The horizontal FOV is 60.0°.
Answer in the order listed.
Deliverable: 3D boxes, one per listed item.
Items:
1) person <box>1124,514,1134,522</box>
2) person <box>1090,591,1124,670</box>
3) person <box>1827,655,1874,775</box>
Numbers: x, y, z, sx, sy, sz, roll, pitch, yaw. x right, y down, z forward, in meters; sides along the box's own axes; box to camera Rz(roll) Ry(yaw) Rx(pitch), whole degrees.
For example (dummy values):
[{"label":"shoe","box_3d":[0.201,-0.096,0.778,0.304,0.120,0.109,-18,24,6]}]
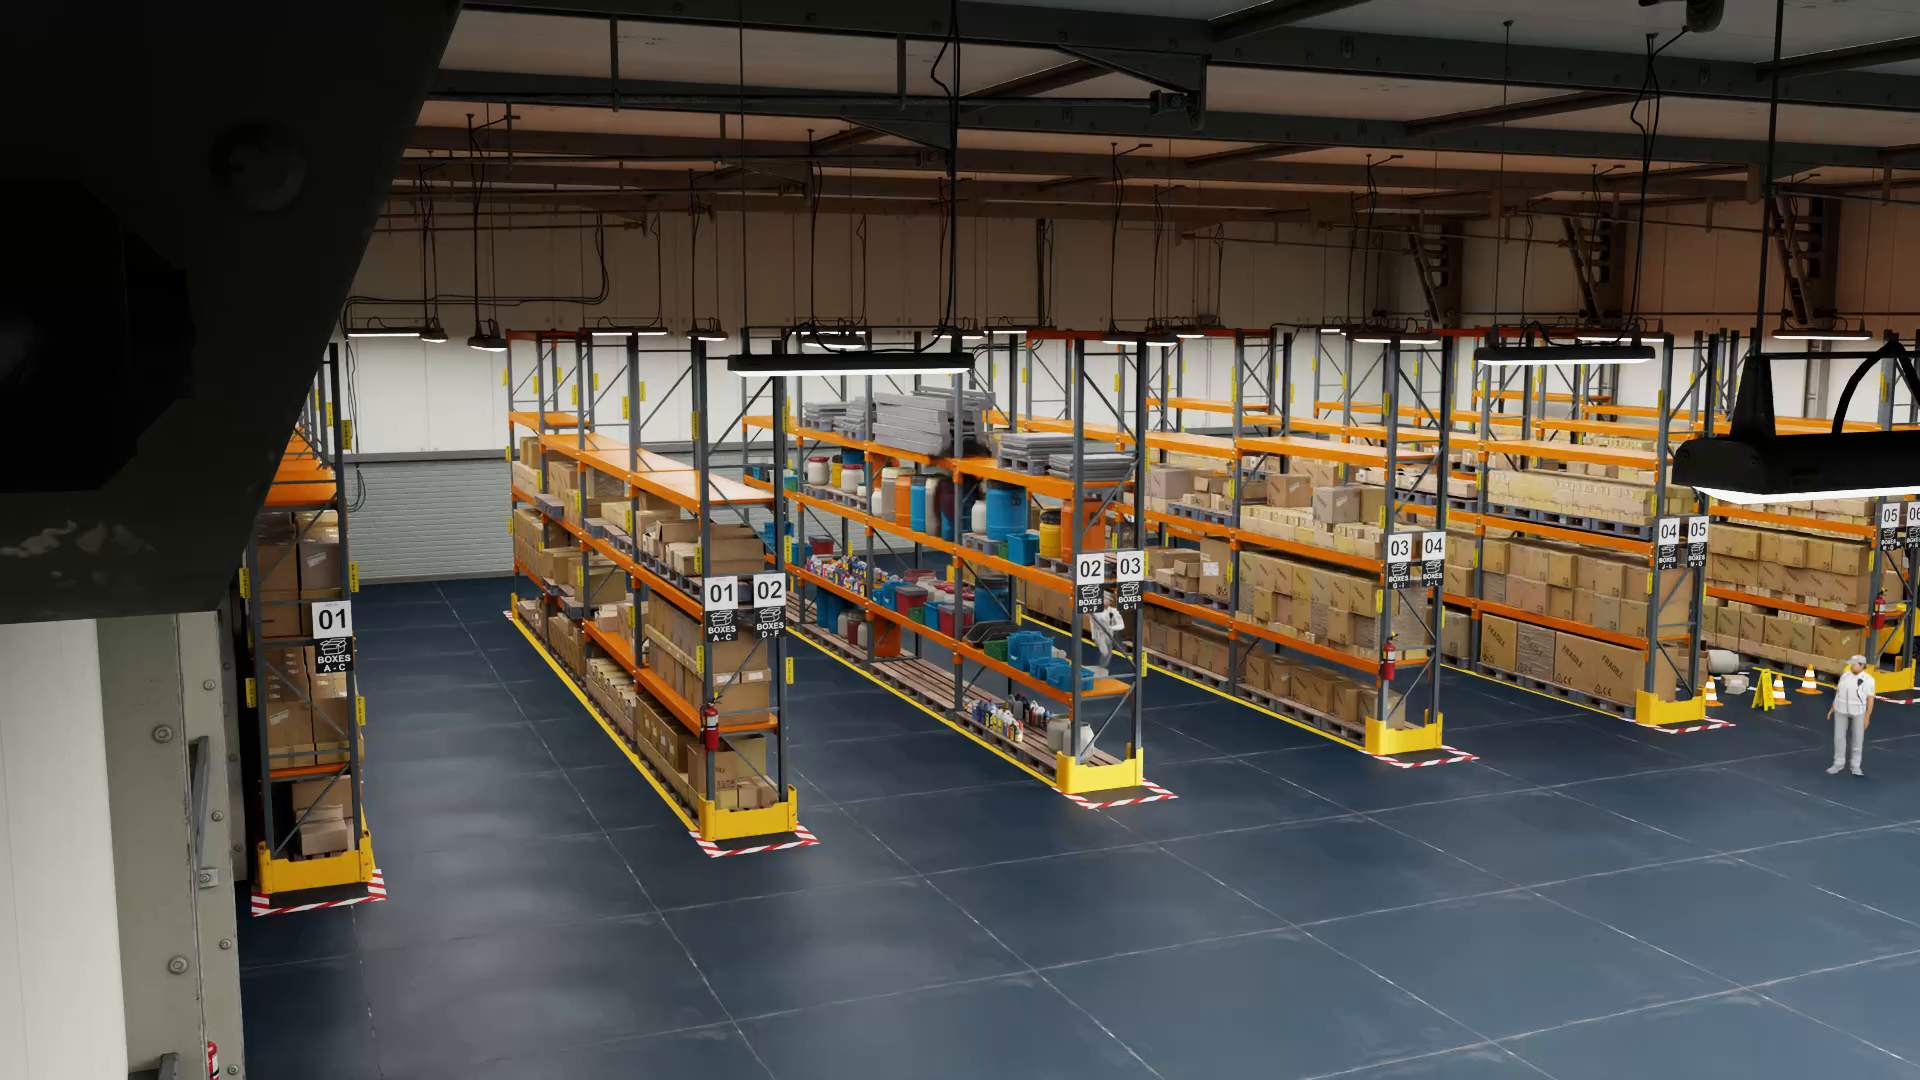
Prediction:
[{"label":"person","box_3d":[4.263,-0.337,42.944,0.527,1.626,1.012,2,8,17]},{"label":"person","box_3d":[2.464,1.668,27.952,0.493,1.661,0.852,-2,8,-18]},{"label":"person","box_3d":[12.268,2.412,22.928,0.559,1.692,0.435,6,10,37]}]
